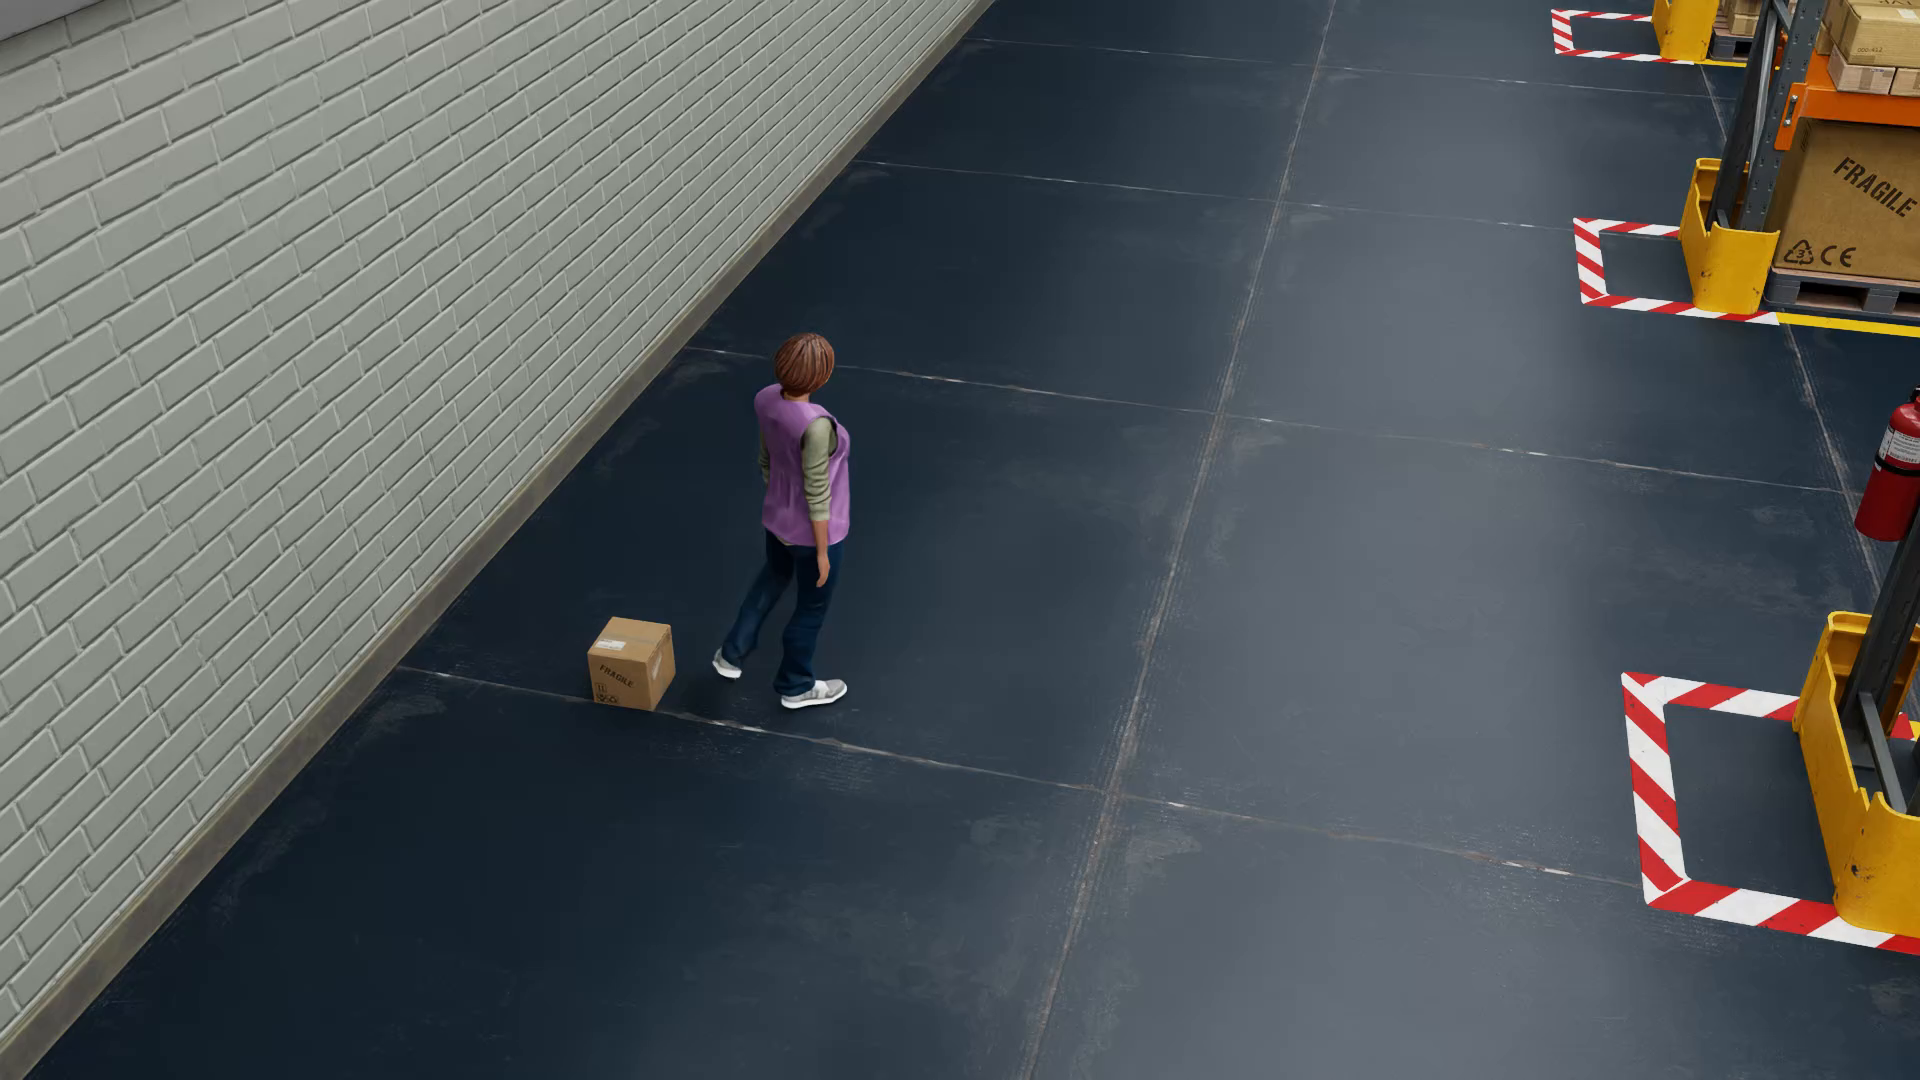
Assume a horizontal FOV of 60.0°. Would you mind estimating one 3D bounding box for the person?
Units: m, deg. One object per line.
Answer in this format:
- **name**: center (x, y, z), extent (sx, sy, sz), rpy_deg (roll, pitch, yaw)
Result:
- **person**: center (-0.688, -0.054, 6.218), extent (0.477, 1.585, 0.592), rpy_deg (-25, 41, -33)
